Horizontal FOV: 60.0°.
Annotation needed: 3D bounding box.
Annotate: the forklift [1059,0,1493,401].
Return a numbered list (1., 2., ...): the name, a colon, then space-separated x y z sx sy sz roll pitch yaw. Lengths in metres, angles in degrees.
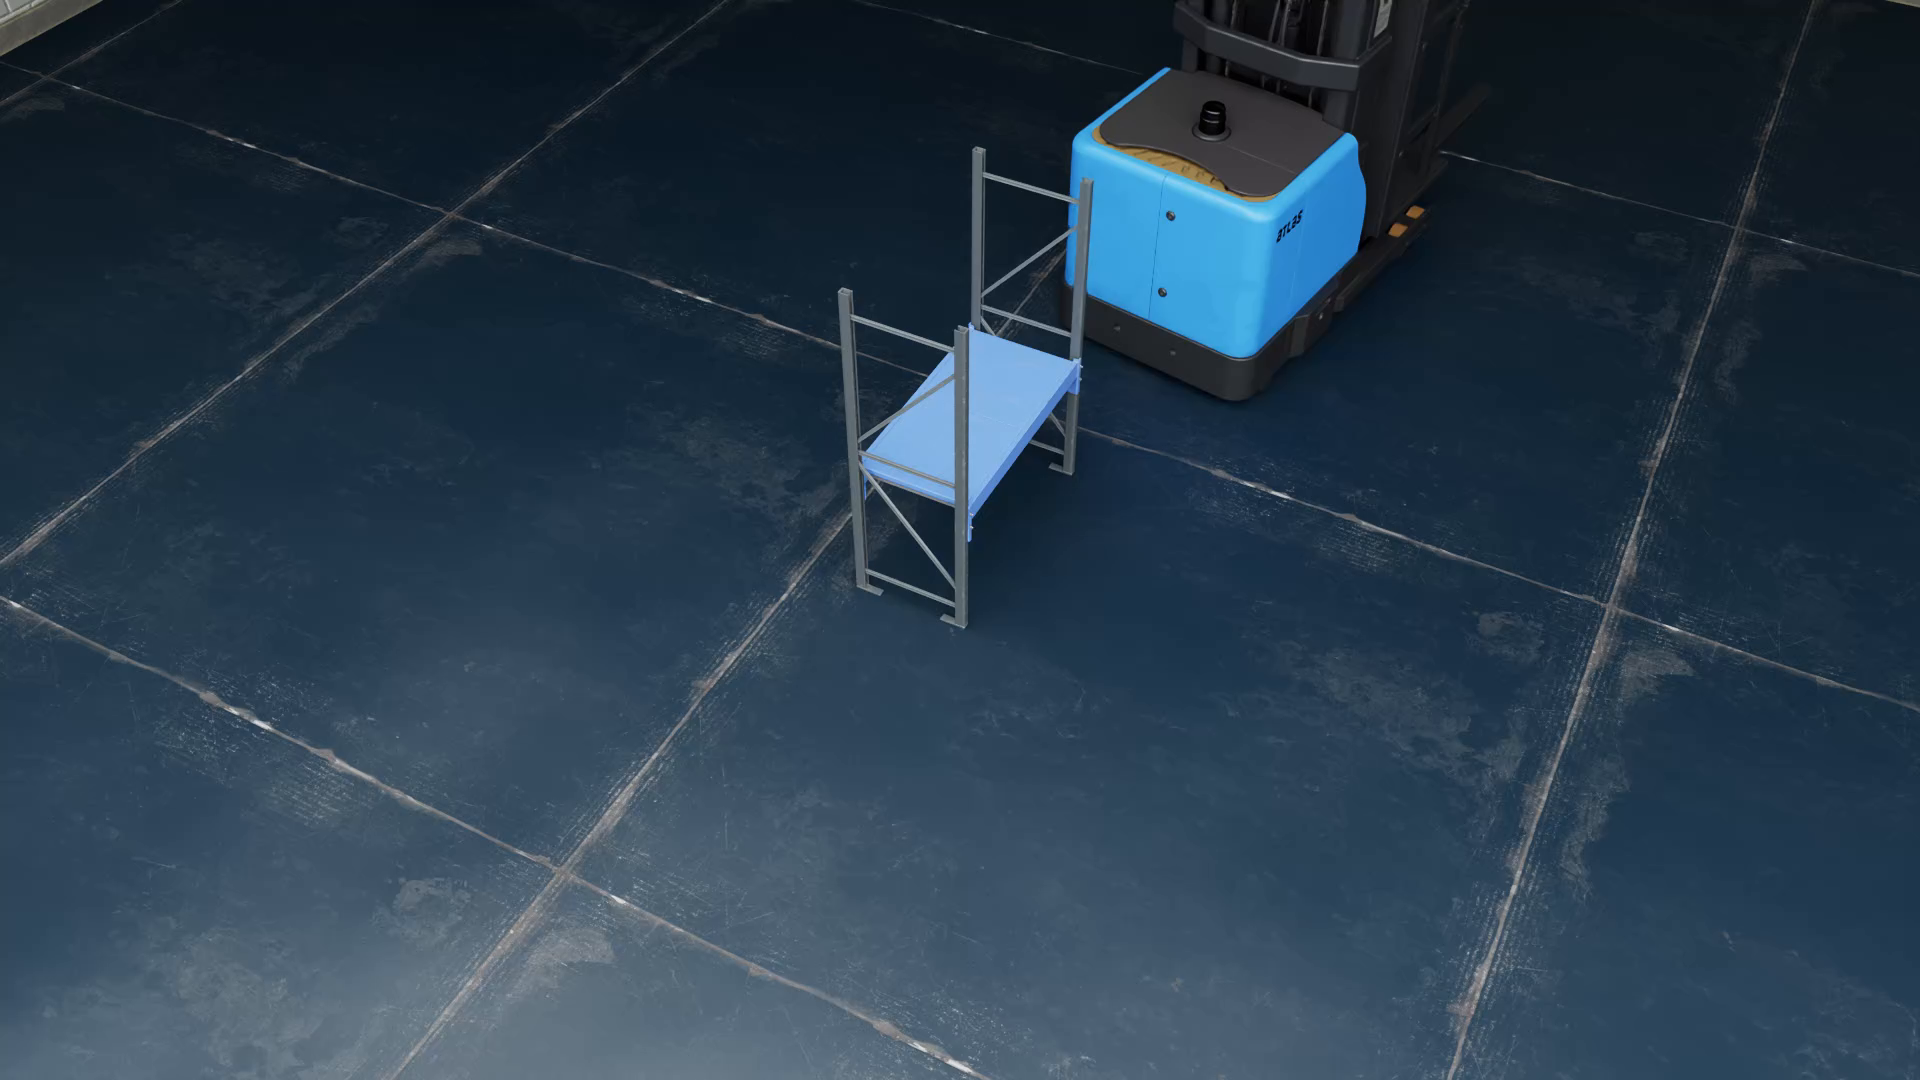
1. forklift: 1.766 -2.664 7.602 1.130 2.935 3.031 28 52 25

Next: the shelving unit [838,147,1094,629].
1. shelving unit: 0.040 -0.581 6.550 0.538 1.500 1.048 20 49 19

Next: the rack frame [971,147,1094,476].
1. rack frame: 0.276 -0.901 6.866 0.500 1.500 0.032 20 49 19

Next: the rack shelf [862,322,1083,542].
1. rack shelf: 0.040 -0.455 6.678 0.538 0.185 1.000 20 49 19

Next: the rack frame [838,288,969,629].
1. rack frame: -0.196 -0.261 6.233 0.500 1.500 0.032 20 49 19
